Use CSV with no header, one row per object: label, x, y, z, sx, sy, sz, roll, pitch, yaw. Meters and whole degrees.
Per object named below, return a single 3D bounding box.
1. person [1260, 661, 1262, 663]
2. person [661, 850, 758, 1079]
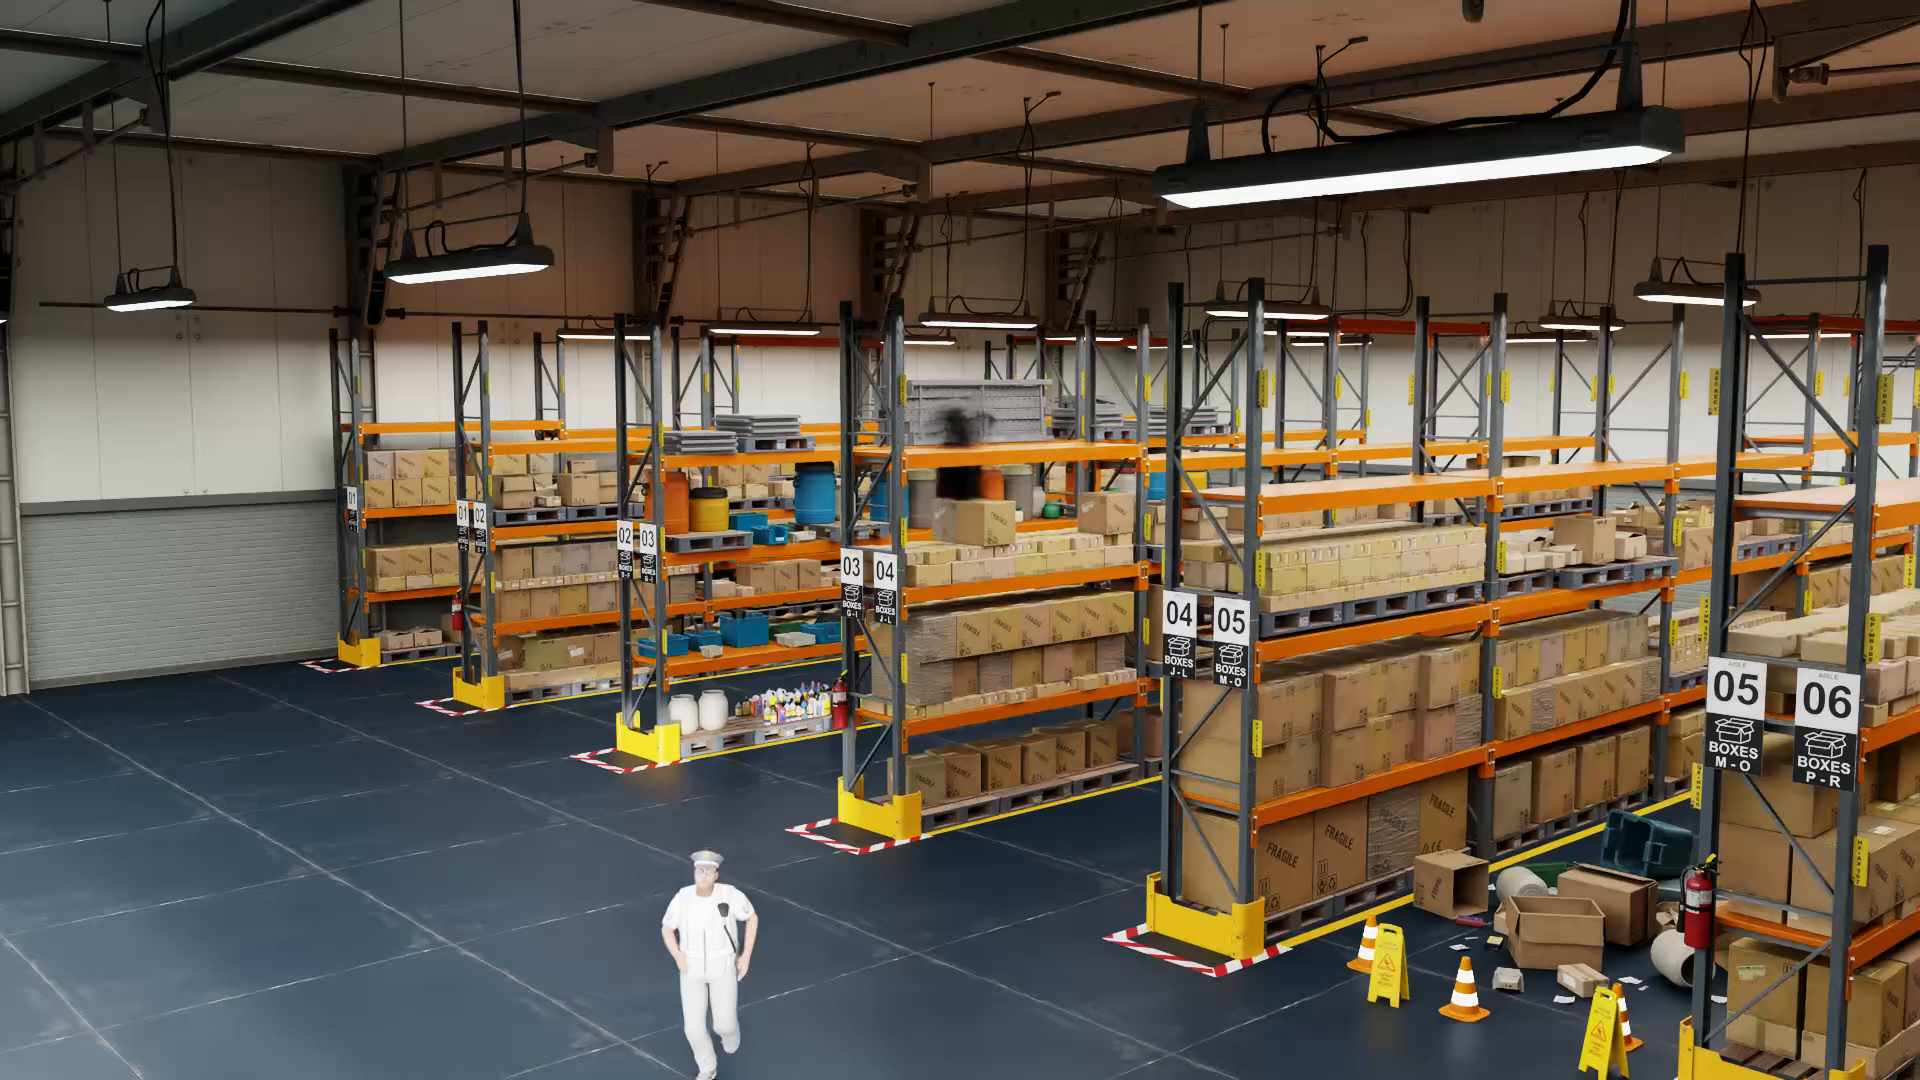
person,3.483,2.120,19.757,0.562,1.715,0.874,4,7,35
person,-1.833,3.111,12.150,0.697,1.752,0.627,0,6,-2
